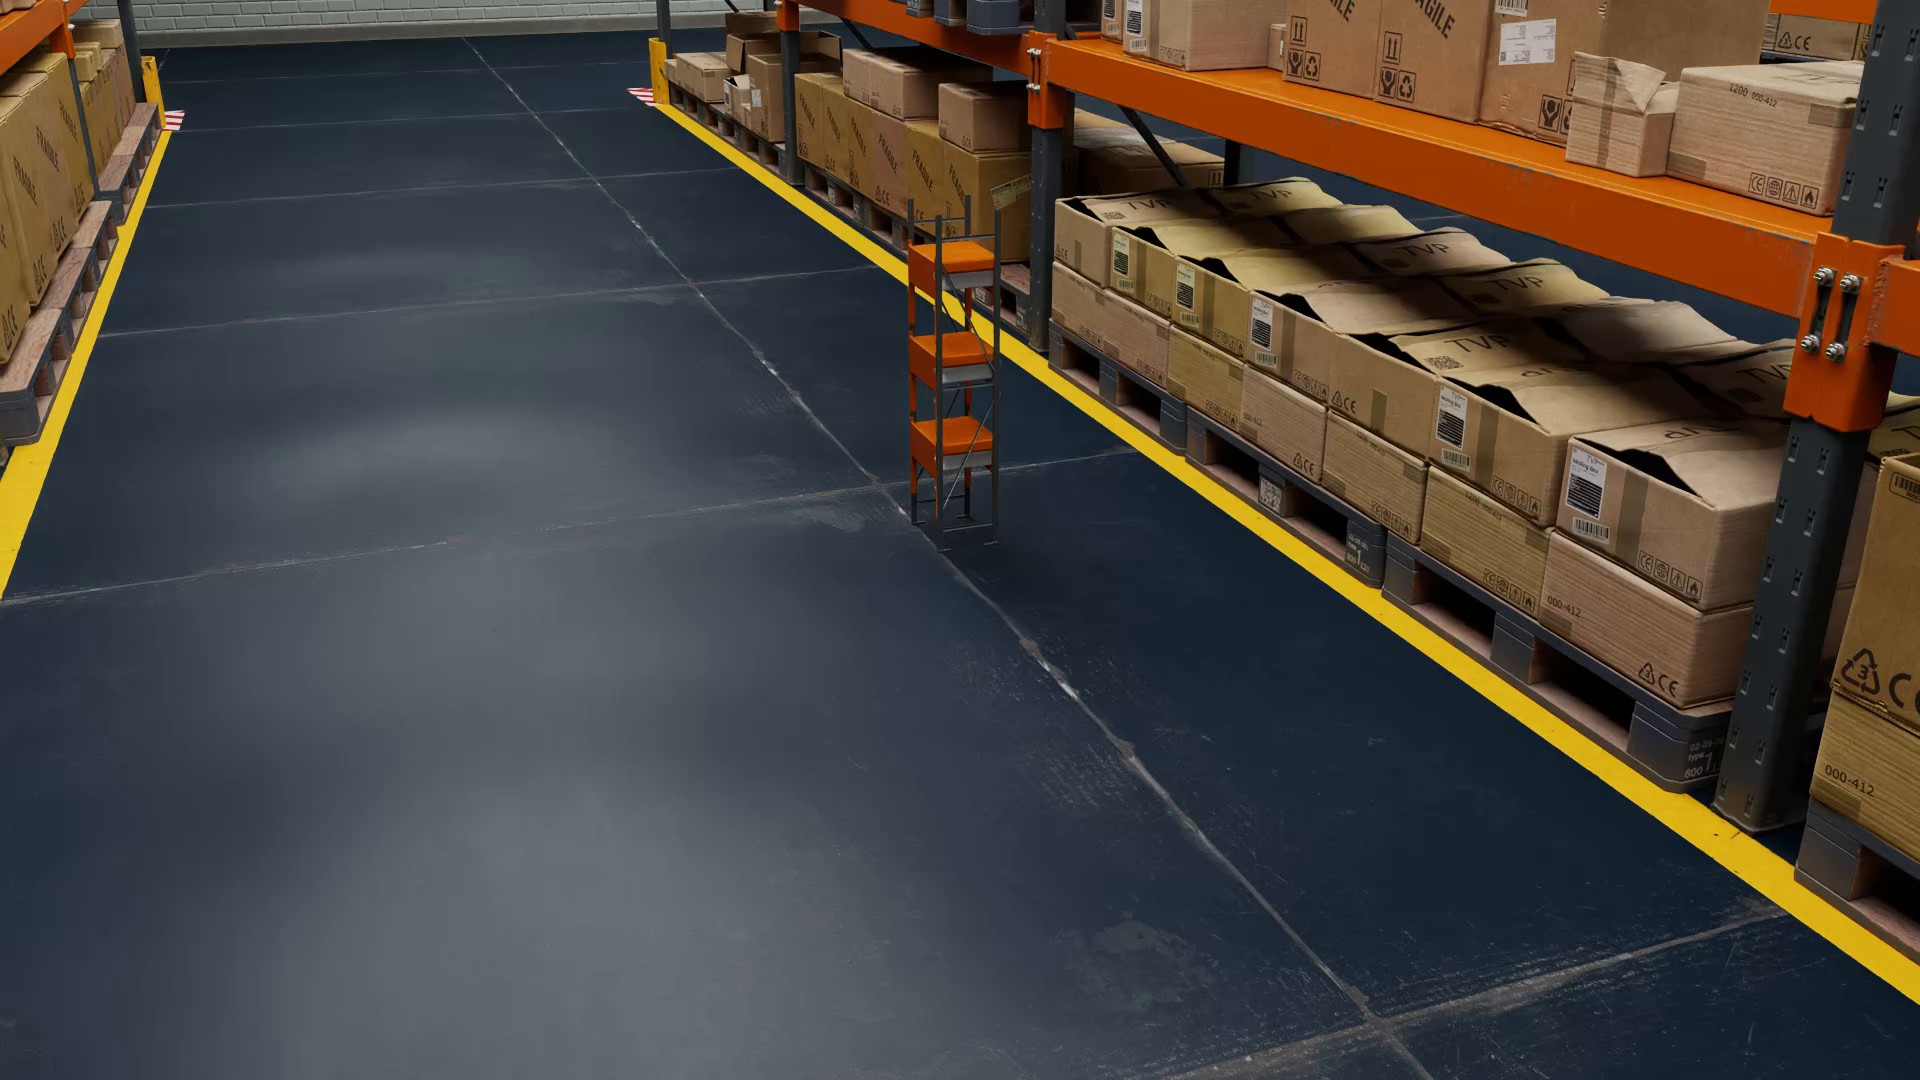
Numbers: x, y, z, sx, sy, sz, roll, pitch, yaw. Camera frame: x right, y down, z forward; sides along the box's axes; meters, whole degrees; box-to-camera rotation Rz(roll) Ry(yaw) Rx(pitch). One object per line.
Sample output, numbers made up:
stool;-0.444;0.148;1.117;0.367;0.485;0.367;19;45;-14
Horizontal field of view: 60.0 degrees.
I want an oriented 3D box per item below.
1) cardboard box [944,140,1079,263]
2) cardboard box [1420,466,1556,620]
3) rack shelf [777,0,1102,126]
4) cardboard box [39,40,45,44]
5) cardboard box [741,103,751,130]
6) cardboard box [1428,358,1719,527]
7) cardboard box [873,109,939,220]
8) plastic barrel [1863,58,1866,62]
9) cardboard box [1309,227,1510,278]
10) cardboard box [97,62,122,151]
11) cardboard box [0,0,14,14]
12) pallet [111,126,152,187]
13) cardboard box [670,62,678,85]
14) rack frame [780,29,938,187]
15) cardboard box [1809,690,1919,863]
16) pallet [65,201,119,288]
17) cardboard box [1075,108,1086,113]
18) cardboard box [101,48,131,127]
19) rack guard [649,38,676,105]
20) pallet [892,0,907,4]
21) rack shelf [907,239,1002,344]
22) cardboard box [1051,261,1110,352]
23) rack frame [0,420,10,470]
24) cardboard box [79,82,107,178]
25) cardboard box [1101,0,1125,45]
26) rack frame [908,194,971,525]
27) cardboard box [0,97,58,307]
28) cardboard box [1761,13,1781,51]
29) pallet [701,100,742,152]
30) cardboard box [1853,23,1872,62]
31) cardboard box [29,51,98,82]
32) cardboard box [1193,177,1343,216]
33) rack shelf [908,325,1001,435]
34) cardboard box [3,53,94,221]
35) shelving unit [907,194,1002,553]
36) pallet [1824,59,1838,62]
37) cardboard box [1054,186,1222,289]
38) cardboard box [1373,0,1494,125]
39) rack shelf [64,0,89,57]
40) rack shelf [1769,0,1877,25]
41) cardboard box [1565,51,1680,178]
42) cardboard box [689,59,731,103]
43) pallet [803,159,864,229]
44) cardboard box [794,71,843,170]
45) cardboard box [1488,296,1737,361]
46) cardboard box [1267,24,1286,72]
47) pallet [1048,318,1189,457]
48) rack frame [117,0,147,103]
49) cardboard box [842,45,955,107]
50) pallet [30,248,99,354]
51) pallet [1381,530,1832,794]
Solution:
cardboard box;0.237;-1.625;7.896;0.500;0.500;0.500;-7;24;-17
cardboard box;1.605;-0.035;4.470;0.500;0.250;0.500;-9;24;-20
rack shelf;0.080;-2.662;8.630;1.077;0.370;4.000;-8;24;-19
cardboard box;-6.113;-3.150;10.704;0.380;0.149;0.250;-8;24;-18
cardboard box;-1.282;-2.905;11.385;0.380;0.149;0.250;-8;24;-19
cardboard box;1.599;-0.294;4.364;0.500;0.311;0.500;-8;24;-18
cardboard box;-0.137;-2.003;8.793;0.500;0.500;0.500;-9;25;-21
plastic barrel;5.233;-2.314;9.132;0.600;0.830;0.708;-8;24;-19
cardboard box;1.567;-0.924;5.857;0.500;0.311;0.500;-9;24;-19
cardboard box;-5.781;-2.736;10.558;0.700;0.500;0.500;-8;24;-18
cardboard box;-4.542;-2.474;7.556;0.380;0.149;0.250;-8;24;-19
pallet;-5.890;-2.485;10.875;1.003;0.211;1.213;-8;24;-19
cardboard box;-2.125;-3.781;13.439;0.380;0.166;0.250;-8;24;-19
rack frame;-0.627;-3.720;10.215;1.000;3.000;0.127;-8;24;-19
cardboard box;2.080;0.470;3.272;0.500;0.250;0.500;-8;24;-19
pallet;-4.916;-1.484;8.500;1.003;0.211;1.213;-8;24;-19
cardboard box;0.341;-2.084;8.984;0.500;0.500;0.500;-9;25;-21
cardboard box;-6.155;-3.112;11.449;0.700;0.500;0.500;-8;24;-19
rack guard;-2.013;-3.994;14.083;1.175;0.500;0.348;-8;24;-19
pallet;0.095;-2.884;8.479;1.003;0.211;1.213;-8;24;-19
rack shelf;-0.019;-0.755;4.986;0.215;0.259;0.240;-8;24;-19
cardboard box;0.697;-0.963;6.672;0.500;0.250;0.500;-8;24;-19
rack frame;-3.846;-1.586;5.151;1.000;3.000;0.127;-8;24;-19
cardboard box;-5.428;-2.367;9.681;0.700;0.500;0.500;-8;24;-18
cardboard box;0.874;-2.088;6.456;0.500;0.311;0.500;-7;24;-16
rack frame;-0.062;-0.548;5.197;0.200;1.050;0.008;-8;24;-19
cardboard box;-4.287;-1.393;6.920;0.750;0.750;0.750;-8;24;-19
cardboard box;7.852;-5.194;15.905;0.875;0.875;0.875;-8;24;-19
pallet;-1.303;-3.129;12.402;1.003;0.211;1.213;-8;24;-19
cardboard box;8.484;-4.543;14.362;0.875;0.875;0.875;-8;24;-19
cardboard box;-5.378;-2.815;9.910;0.380;0.149;0.250;-8;24;-17
cardboard box;1.202;-1.295;6.739;0.500;0.311;0.500;-8;24;-18
rack shelf;-0.019;-0.493;5.096;0.215;0.259;0.240;-8;24;-19
cardboard box;-4.908;-2.024;8.417;0.750;0.750;0.750;-8;24;-18
shelving unit;-0.019;-0.503;5.092;0.215;1.050;0.252;-8;24;-19
pallet;8.447;-4.080;14.659;1.003;0.211;1.213;-8;24;-19
cardboard box;0.697;-1.221;6.563;0.500;0.311;0.500;-7;24;-17
cardboard box;1.581;-1.514;4.852;0.500;0.500;0.500;-8;24;-19
rack shelf;-5.966;-3.434;10.463;1.077;0.370;4.000;-8;24;-19
rack shelf;4.715;-3.340;10.239;1.077;0.370;4.000;-8;24;-19
cardboard box;1.717;-1.046;4.042;0.396;0.266;0.258;-9;24;-20
cardboard box;-1.760;-3.510;12.688;0.500;0.250;0.500;-8;24;-19
pallet;-0.304;-2.145;10.067;1.003;0.211;1.213;-8;24;-19
cardboard box;-0.684;-2.562;10.118;0.500;0.500;0.500;-9;25;-21
cardboard box;1.931;-0.553;4.978;0.500;0.311;0.500;-9;25;-21
cardboard box;1.290;-1.695;5.734;0.380;0.149;0.250;-7;24;-15
pallet;1.041;-0.677;6.586;1.003;0.211;1.213;-8;24;-19
rack frame;-6.673;-4.493;12.047;1.000;3.000;0.127;-8;24;-19
cardboard box;-0.330;-2.544;9.111;0.500;0.250;0.500;-8;24;-19
pallet;-4.482;-1.040;7.446;1.003;0.211;1.213;-8;24;-19
pallet;1.903;0.209;4.482;1.003;0.211;1.213;-8;24;-19
